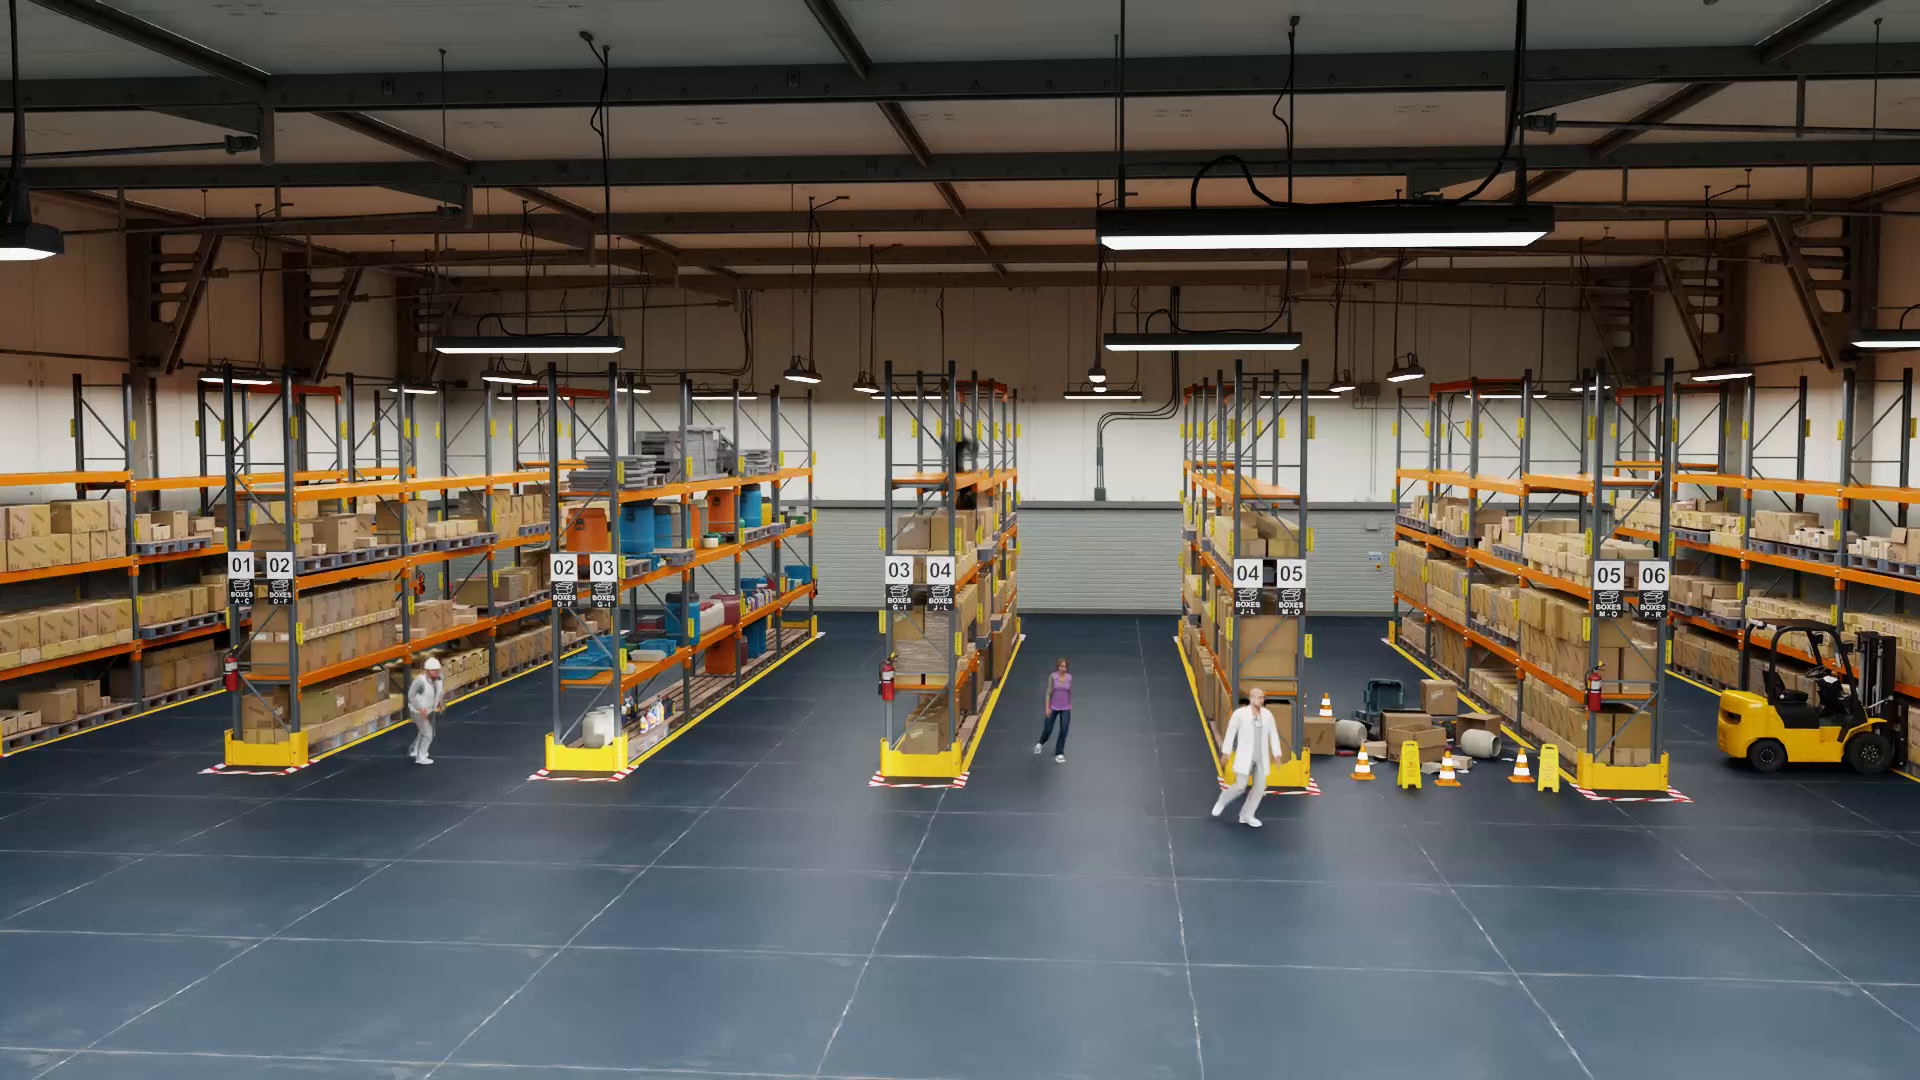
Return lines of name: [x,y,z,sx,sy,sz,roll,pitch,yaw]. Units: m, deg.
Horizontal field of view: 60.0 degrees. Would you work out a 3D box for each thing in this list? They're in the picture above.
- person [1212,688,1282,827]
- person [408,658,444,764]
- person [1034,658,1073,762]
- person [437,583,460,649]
person: [3.622,2.740,21.093,0.813,1.742,0.630,-1,4,-15]
person: [-8.045,2.550,24.983,0.869,1.634,0.689,1,4,21]
person: [1.426,2.551,25.176,0.548,1.574,0.545,-1,4,-9]
person: [-11.083,1.767,36.109,0.652,1.729,0.643,1,4,8]
